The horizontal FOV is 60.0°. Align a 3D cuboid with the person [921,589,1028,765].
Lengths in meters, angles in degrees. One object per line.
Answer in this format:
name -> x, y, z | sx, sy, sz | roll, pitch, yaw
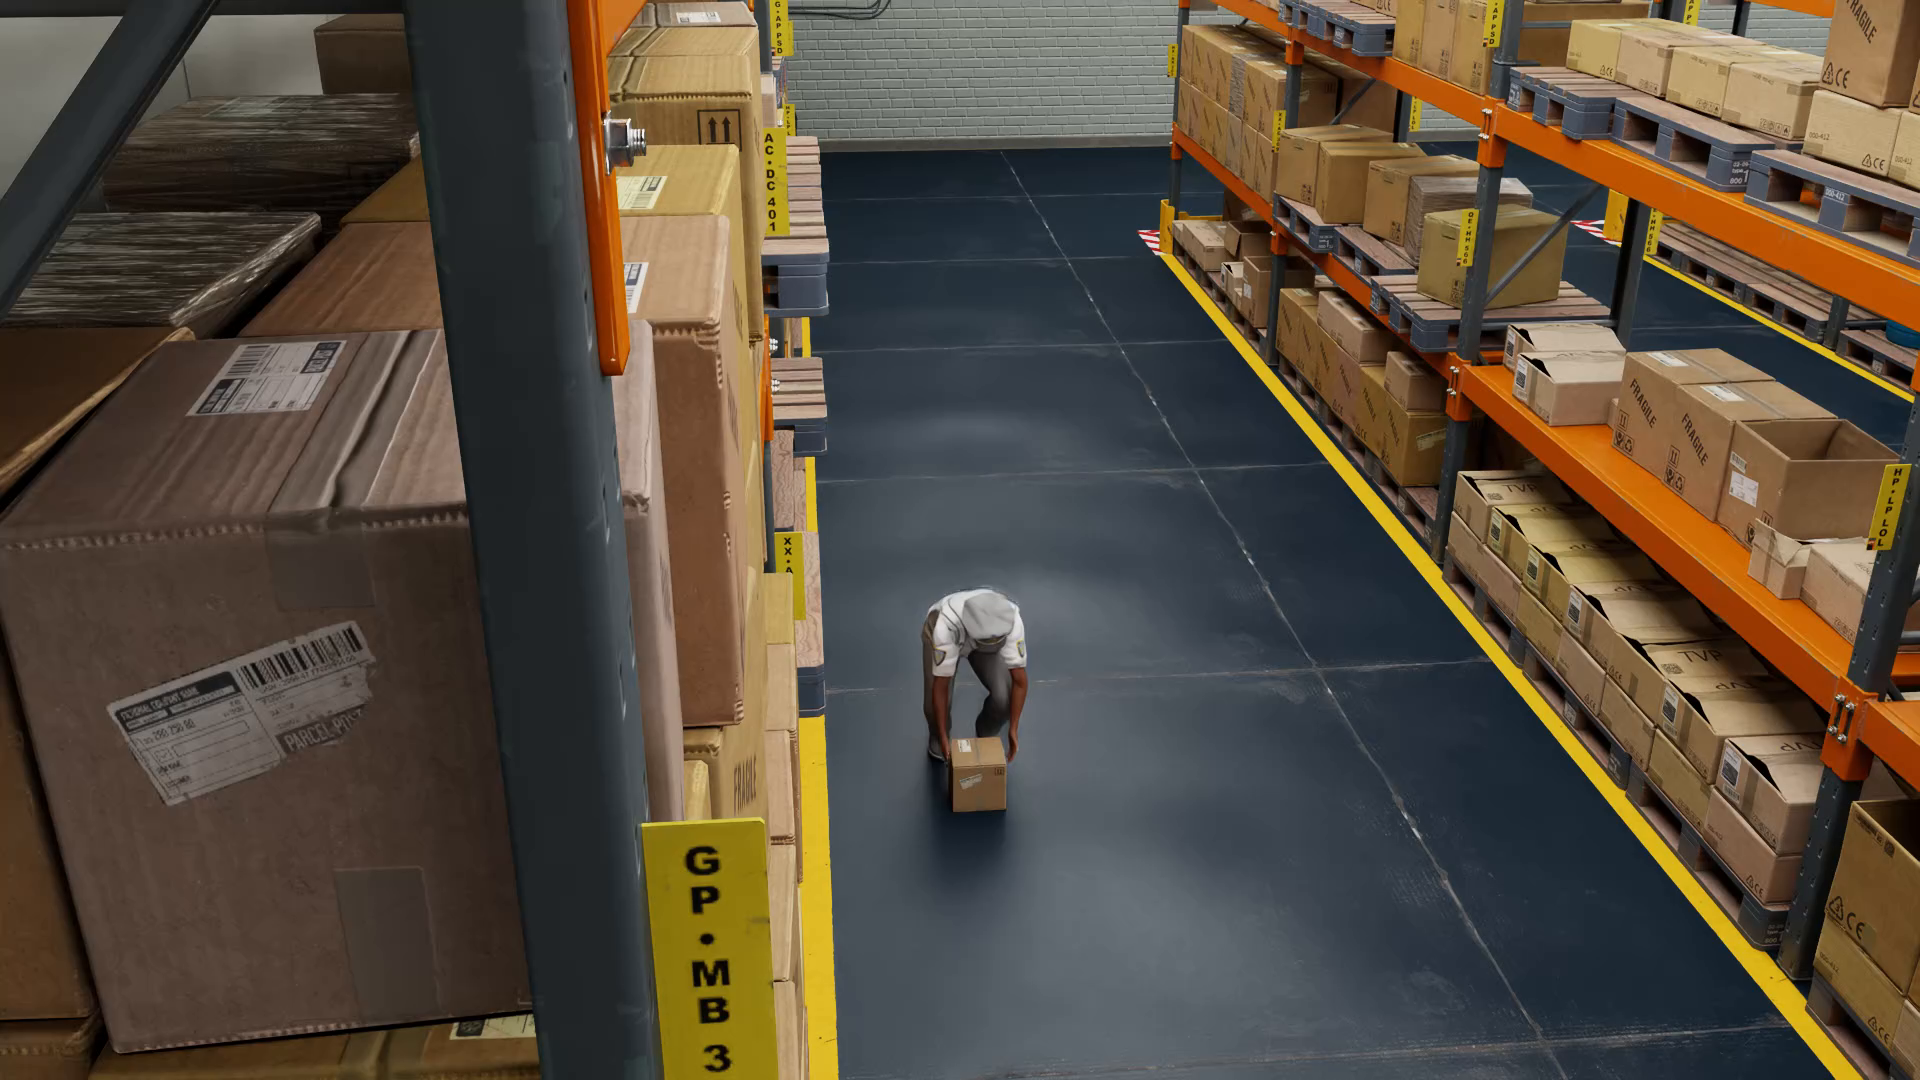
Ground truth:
person -> 0.063, 0.618, 8.018 | 0.488, 1.011, 0.850 | -2, 24, -5
